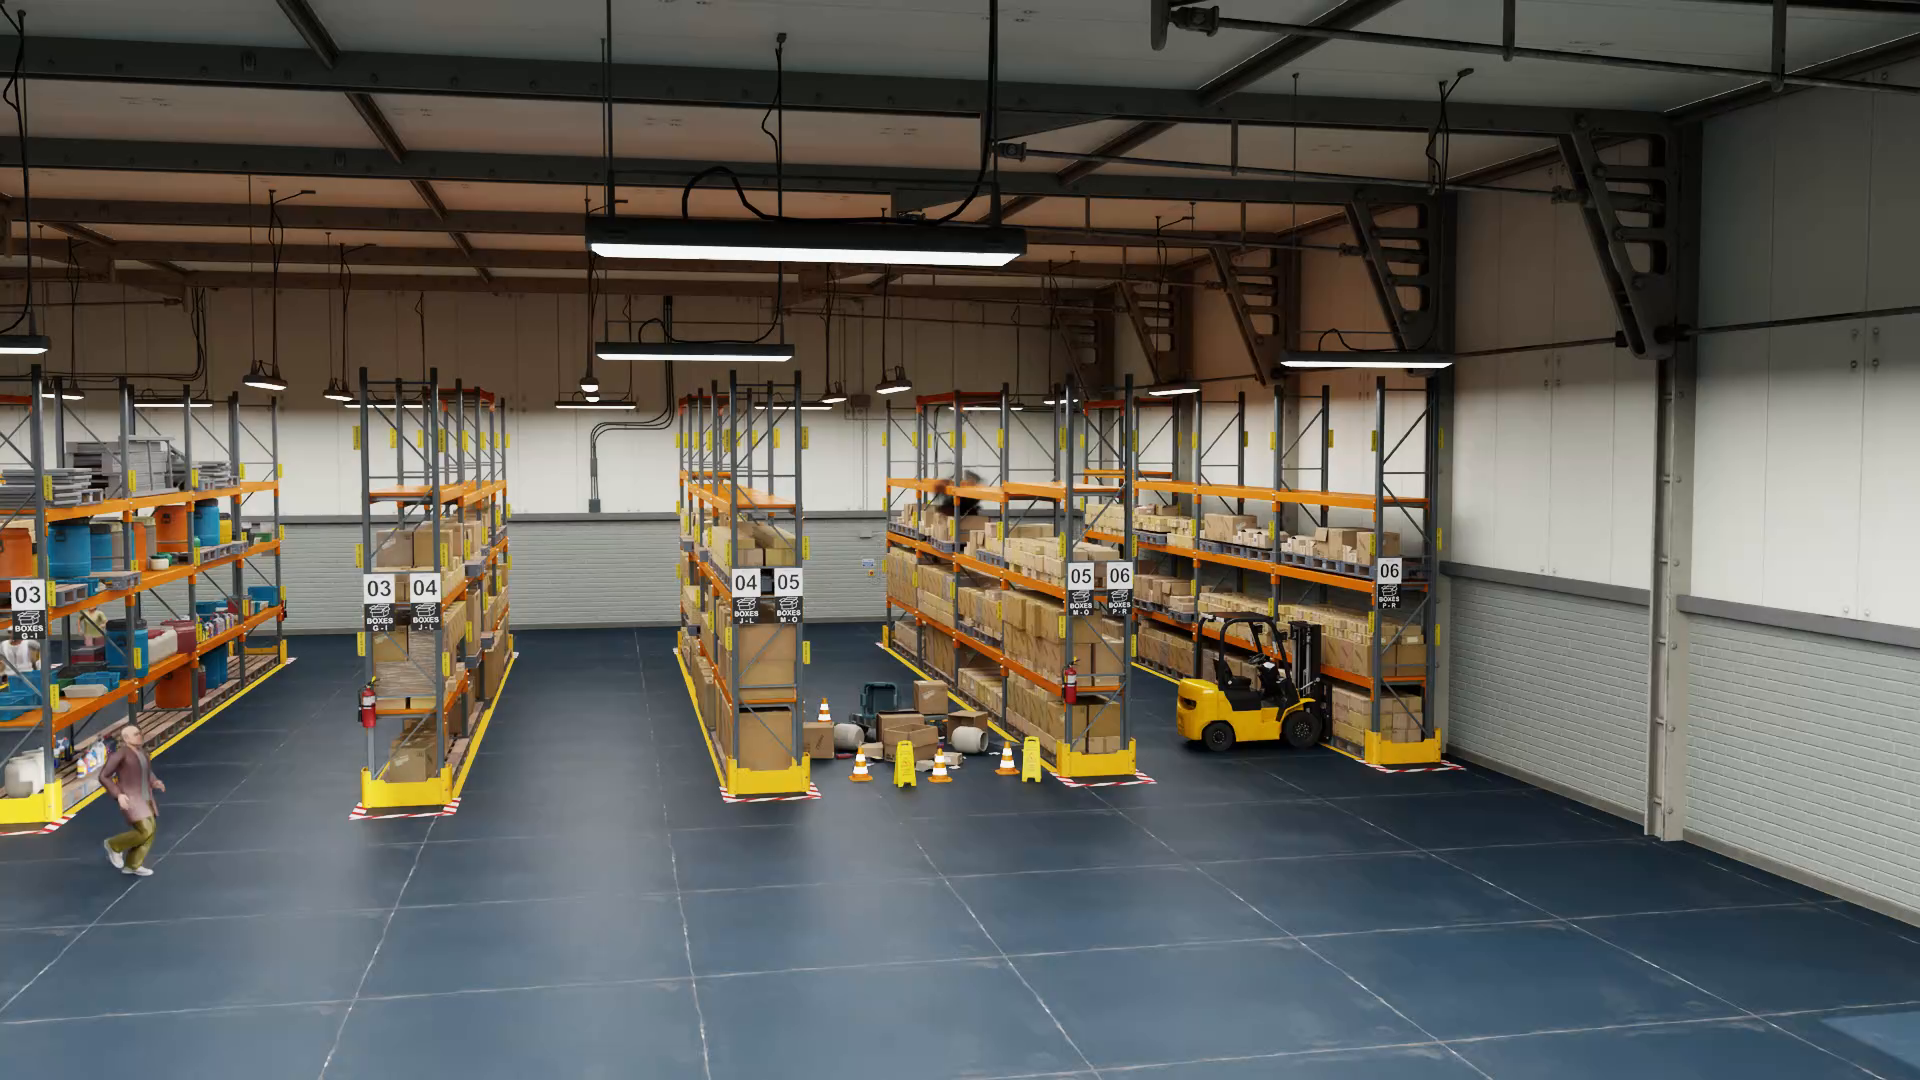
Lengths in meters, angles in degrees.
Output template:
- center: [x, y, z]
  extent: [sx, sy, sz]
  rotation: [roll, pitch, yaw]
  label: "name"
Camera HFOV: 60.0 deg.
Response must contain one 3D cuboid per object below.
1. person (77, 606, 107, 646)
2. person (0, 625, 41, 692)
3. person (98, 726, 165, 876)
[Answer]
- center: [-18.448, 2.075, 35.374]
  extent: [0.589, 1.658, 0.755]
  rotation: [-2, 4, -24]
  label: "person"
- center: [-16.474, 2.379, 29.124]
  extent: [0.693, 1.828, 0.922]
  rotation: [-1, 4, -15]
  label: "person"
- center: [-9.497, 3.002, 19.143]
  extent: [0.635, 1.735, 0.708]
  rotation: [1, 3, 9]
  label: "person"
